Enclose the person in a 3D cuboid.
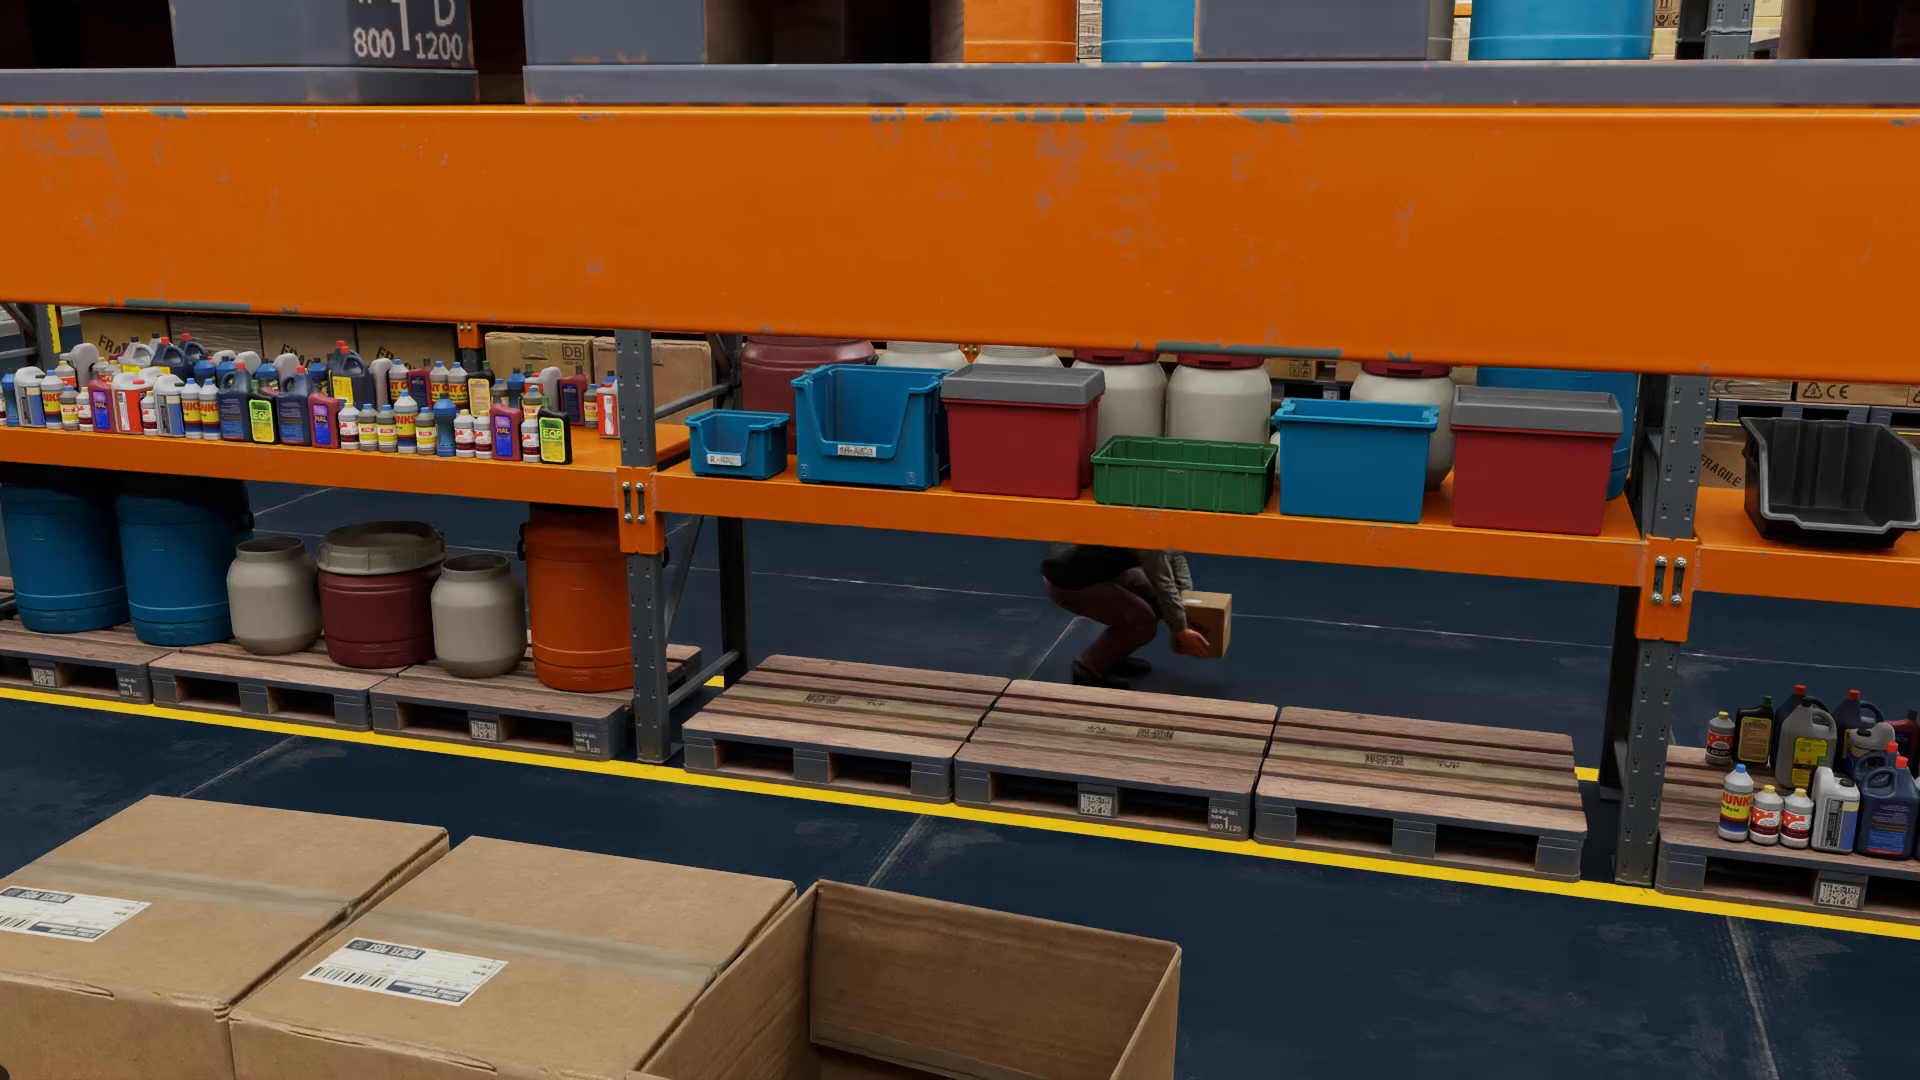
[{"bbox_3d":[0.855,0.232,8.178,0.867,0.966,0.541,4,16,16],"label":"person"}]
